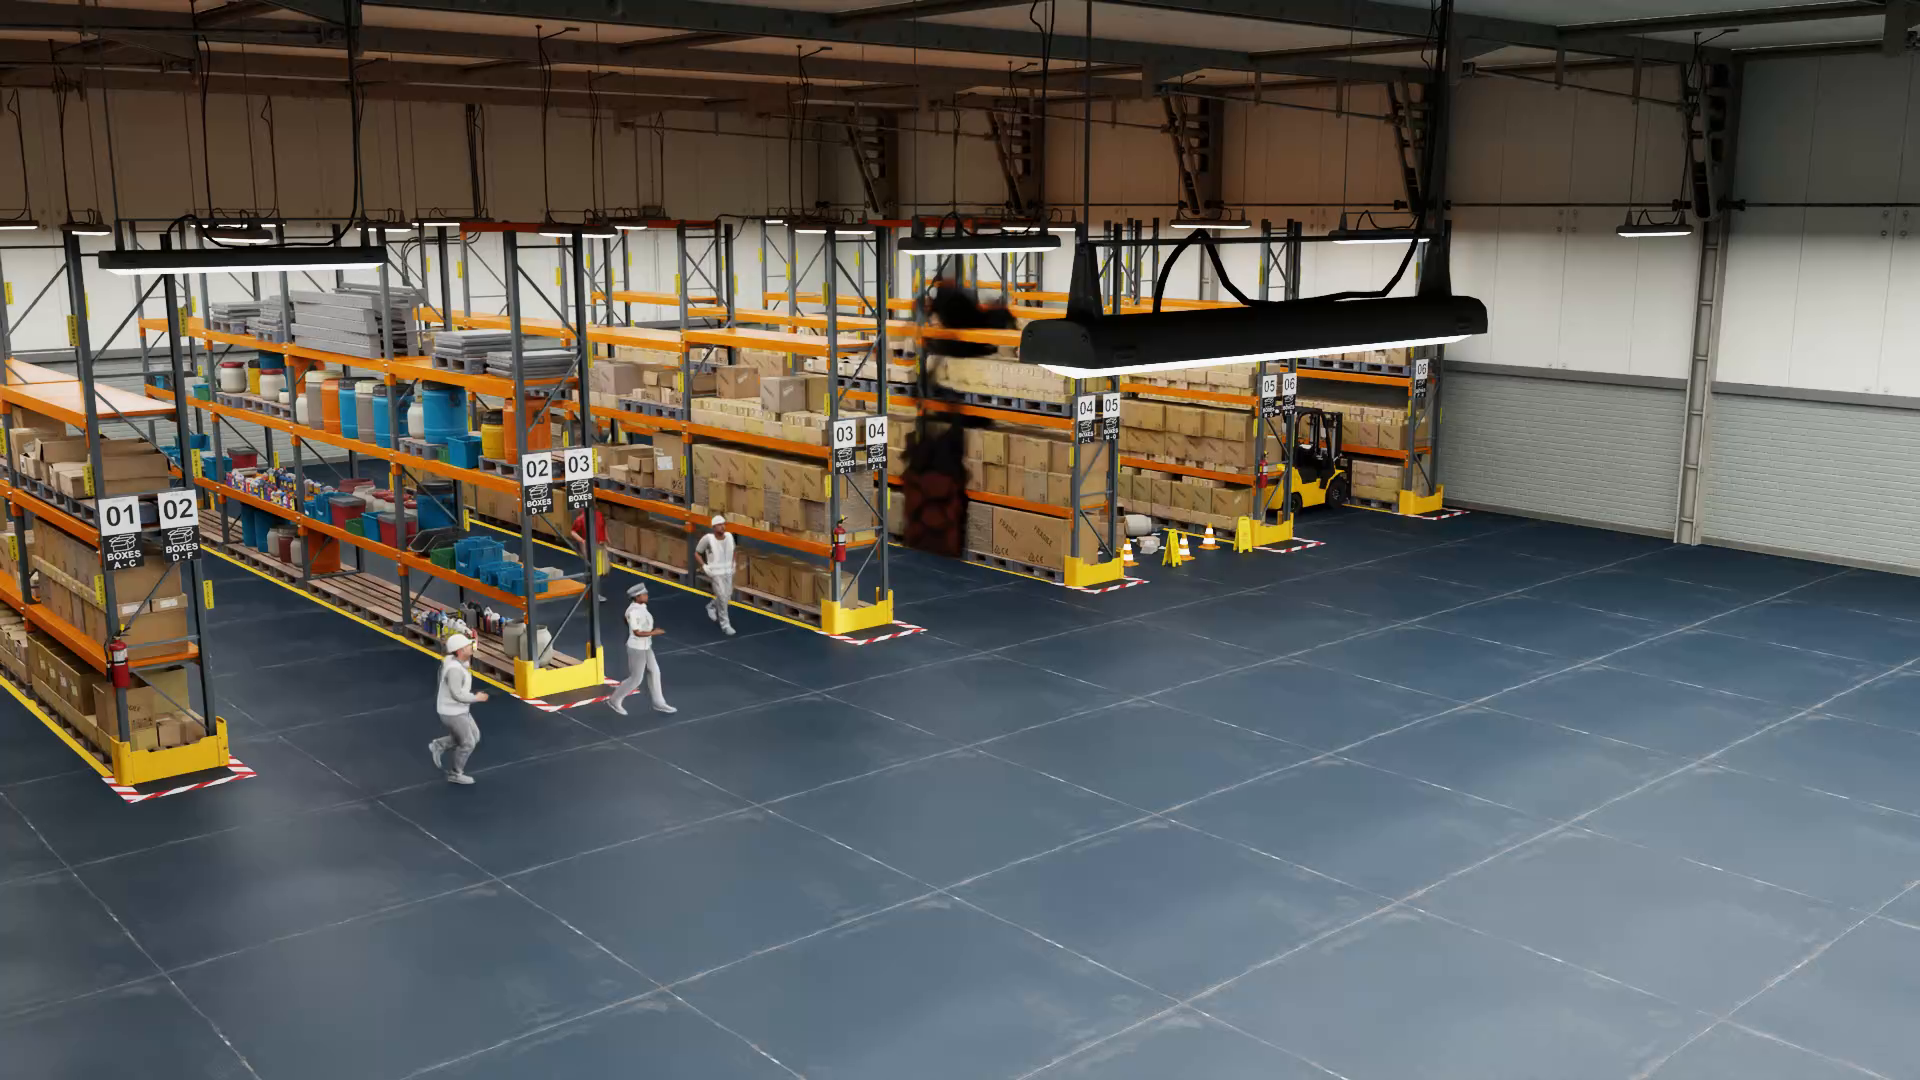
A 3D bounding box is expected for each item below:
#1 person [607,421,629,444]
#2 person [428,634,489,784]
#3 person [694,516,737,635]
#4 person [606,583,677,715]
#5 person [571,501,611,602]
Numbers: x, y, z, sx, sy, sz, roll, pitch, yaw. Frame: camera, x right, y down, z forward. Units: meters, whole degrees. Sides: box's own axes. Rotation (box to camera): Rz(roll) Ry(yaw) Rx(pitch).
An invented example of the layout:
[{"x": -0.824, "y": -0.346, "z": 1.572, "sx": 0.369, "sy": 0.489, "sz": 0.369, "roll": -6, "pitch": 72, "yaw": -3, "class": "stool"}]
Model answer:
[{"x": -7.477, "y": -1.804, "z": 36.642, "sx": 0.581, "sy": 1.623, "sz": 0.600, "roll": -8, "pitch": 14, "yaw": -35, "class": "person"}, {"x": -5.544, "y": 1.867, "z": 18.353, "sx": 0.670, "sy": 1.727, "sz": 0.697, "roll": -4, "pitch": 12, "yaw": -18, "class": "person"}, {"x": -3.641, "y": 0.498, "z": 24.988, "sx": 0.686, "sy": 1.772, "sz": 0.825, "roll": -10, "pitch": 15, "yaw": -40, "class": "person"}, {"x": -4.000, "y": 1.354, "z": 20.762, "sx": 0.855, "sy": 1.689, "sz": 0.589, "roll": -1, "pitch": 11, "yaw": -3, "class": "person"}, {"x": -5.967, "y": 0.138, "z": 26.936, "sx": 0.641, "sy": 1.675, "sz": 0.664, "roll": 10, "pitch": 15, "yaw": 40, "class": "person"}]
